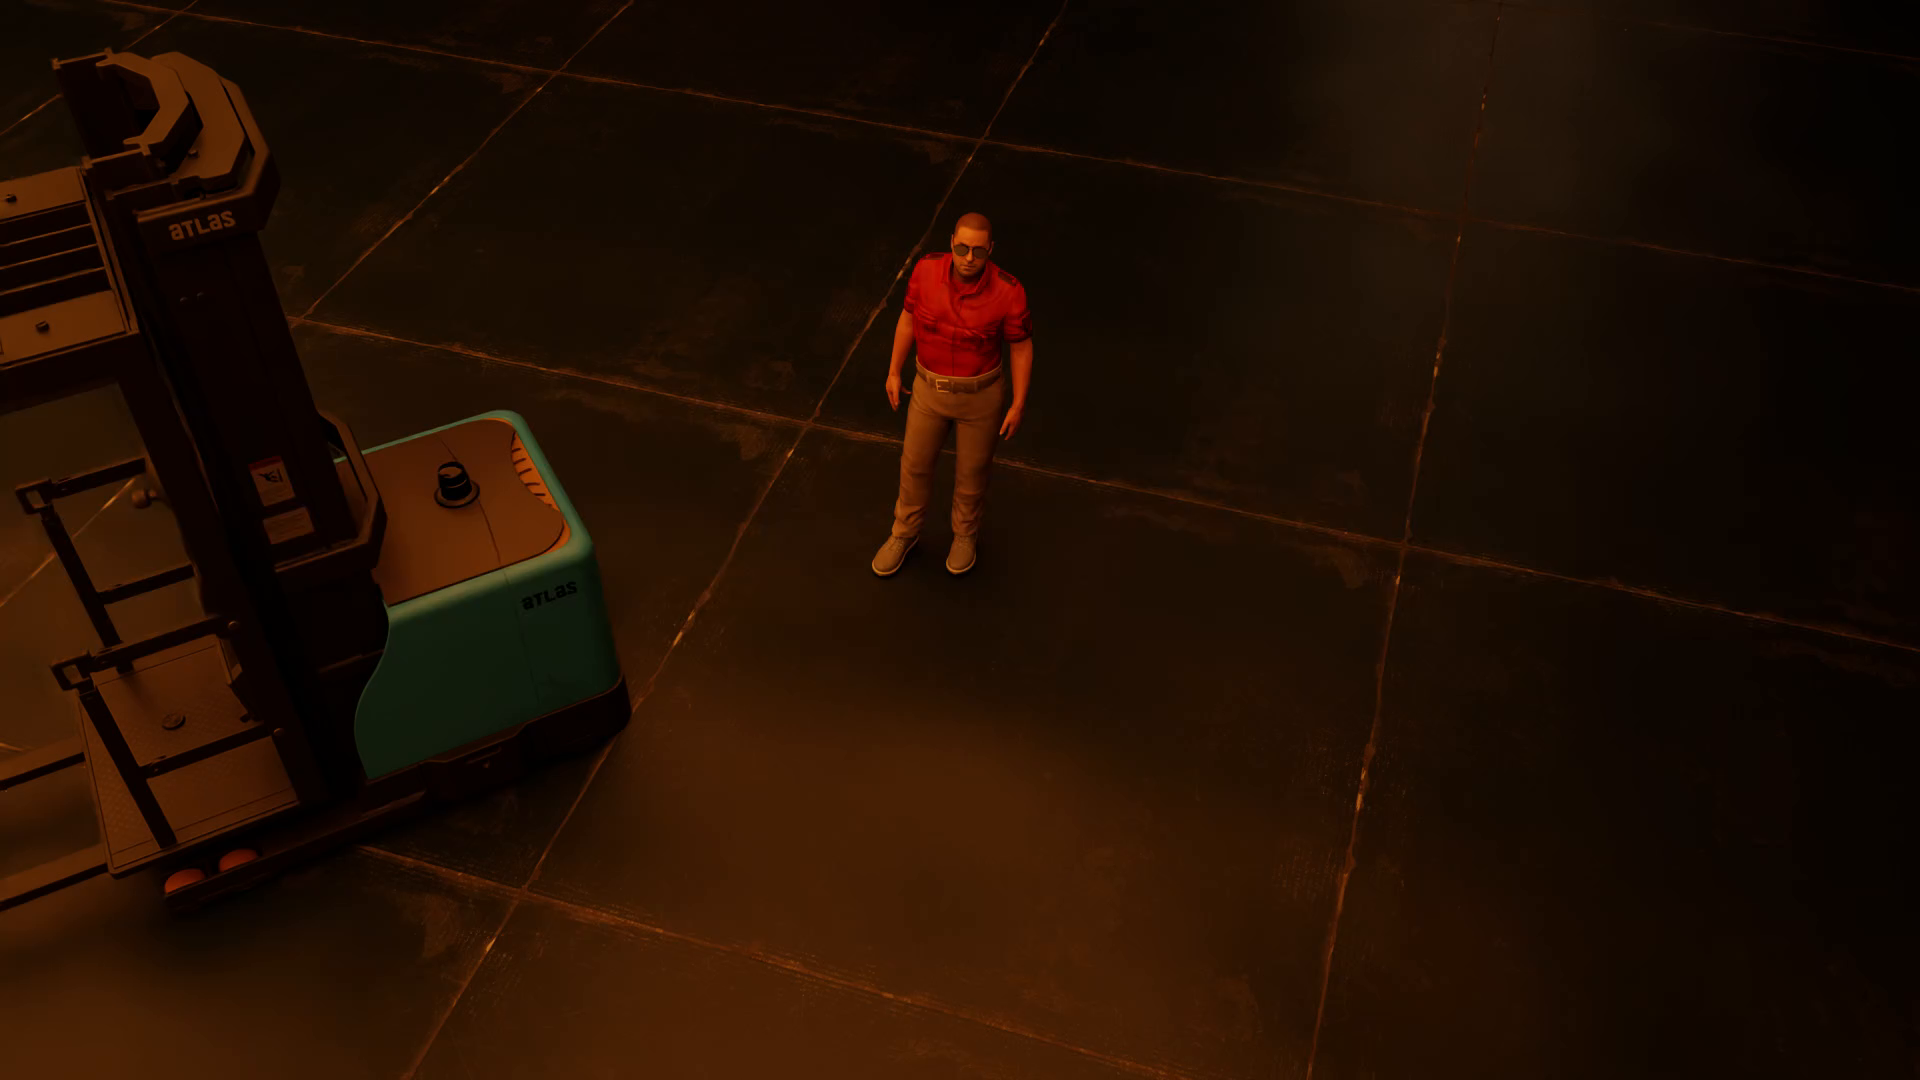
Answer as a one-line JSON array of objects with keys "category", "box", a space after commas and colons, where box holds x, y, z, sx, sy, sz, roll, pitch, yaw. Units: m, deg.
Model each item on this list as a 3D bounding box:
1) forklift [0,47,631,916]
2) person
[{"category": "forklift", "box": [-2.917, -0.077, 5.772, 3.031, 2.935, 1.130, -20, 47, -21]}, {"category": "person", "box": [-0.039, -0.582, 7.188, 0.640, 1.727, 0.551, 12, 44, 13]}]
